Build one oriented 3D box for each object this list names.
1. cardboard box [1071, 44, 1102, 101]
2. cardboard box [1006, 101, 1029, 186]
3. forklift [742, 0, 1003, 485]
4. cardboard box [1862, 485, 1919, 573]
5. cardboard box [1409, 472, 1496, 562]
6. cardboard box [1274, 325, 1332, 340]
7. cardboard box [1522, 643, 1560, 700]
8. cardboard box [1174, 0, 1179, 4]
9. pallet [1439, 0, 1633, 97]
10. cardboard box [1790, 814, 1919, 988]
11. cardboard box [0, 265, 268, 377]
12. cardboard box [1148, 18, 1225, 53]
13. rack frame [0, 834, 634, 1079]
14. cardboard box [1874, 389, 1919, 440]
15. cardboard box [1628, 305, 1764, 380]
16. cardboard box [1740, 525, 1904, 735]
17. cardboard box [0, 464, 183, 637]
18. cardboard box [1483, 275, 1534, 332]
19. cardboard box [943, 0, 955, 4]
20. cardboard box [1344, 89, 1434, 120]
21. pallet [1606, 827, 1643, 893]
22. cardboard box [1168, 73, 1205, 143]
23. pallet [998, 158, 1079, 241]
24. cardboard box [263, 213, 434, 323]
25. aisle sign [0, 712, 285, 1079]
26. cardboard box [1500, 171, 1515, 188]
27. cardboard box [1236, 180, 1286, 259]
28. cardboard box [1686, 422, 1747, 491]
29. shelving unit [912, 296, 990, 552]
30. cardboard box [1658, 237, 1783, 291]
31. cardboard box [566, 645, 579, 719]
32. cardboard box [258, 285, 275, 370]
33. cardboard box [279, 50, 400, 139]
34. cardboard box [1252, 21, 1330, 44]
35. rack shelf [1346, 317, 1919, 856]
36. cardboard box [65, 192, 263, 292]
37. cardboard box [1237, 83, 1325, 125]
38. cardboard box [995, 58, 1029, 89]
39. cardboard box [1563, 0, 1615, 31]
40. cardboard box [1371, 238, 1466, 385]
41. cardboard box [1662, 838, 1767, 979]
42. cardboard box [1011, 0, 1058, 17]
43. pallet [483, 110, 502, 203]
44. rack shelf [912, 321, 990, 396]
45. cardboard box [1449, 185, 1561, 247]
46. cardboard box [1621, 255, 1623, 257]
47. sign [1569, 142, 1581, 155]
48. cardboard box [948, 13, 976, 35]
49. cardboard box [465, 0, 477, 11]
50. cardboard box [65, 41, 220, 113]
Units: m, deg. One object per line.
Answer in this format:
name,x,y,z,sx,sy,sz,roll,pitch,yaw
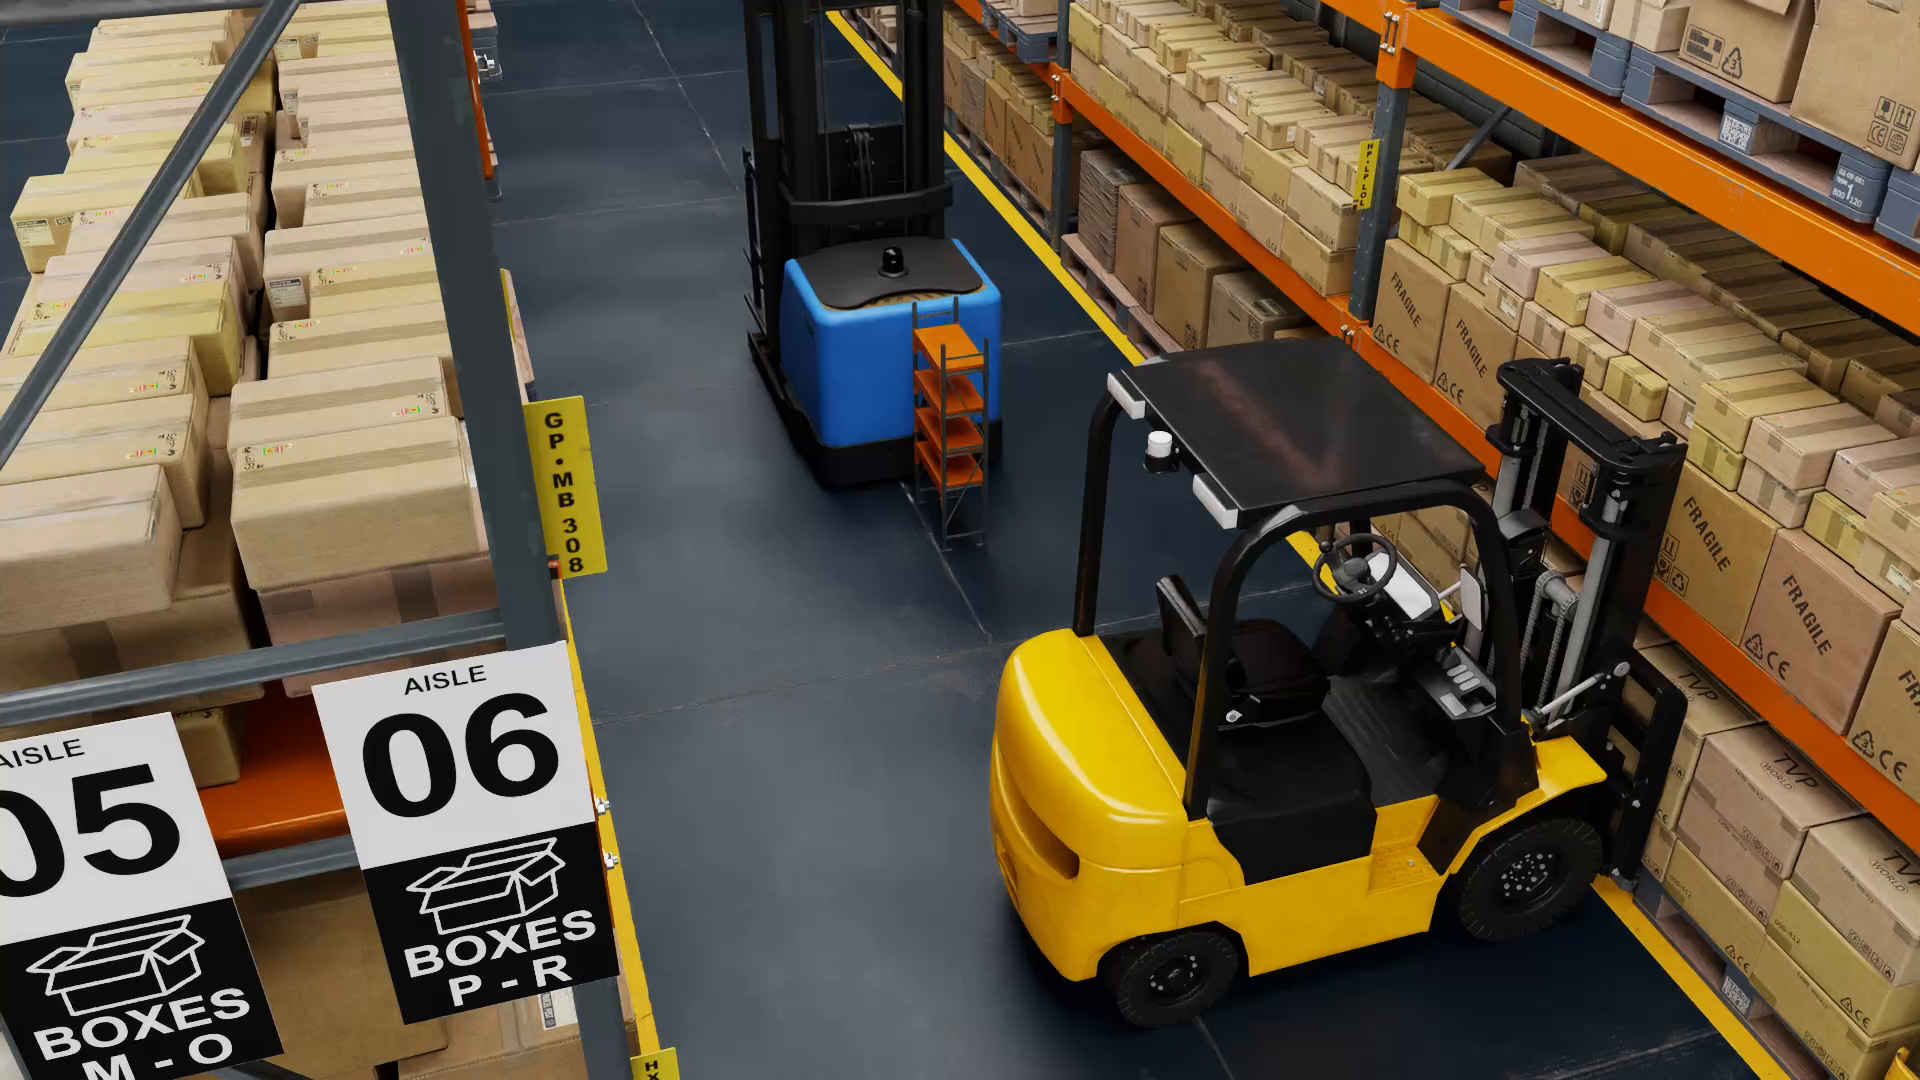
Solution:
cardboard box,1.044,-3.070,10.812,0.500,0.250,0.500,-10,35,-15
cardboard box,0.665,-2.990,12.440,0.500,0.500,0.500,-11,35,-15
forklift,-0.700,-2.328,9.614,1.130,2.935,3.031,-10,35,-15
cardboard box,3.062,-0.053,5.160,0.380,0.149,0.250,-9,35,-14
cardboard box,2.357,-0.175,7.500,0.500,0.250,0.500,-10,35,-15
cardboard box,2.192,-0.763,8.957,0.875,0.625,0.625,-8,34,-13
cardboard box,2.667,0.558,6.845,0.500,0.250,0.500,-10,35,-15
cardboard box,1.434,-3.582,10.772,0.380,0.149,0.250,-9,34,-13
pallet,2.647,-2.078,6.533,1.003,0.211,1.213,-10,35,-15
cardboard box,3.145,1.159,5.482,0.500,0.250,0.500,-9,34,-13
cardboard box,-1.872,-0.442,3.844,0.500,0.250,0.500,-9,35,-13
cardboard box,1.341,-2.970,9.844,0.380,0.149,0.250,-10,35,-14
rack frame,-1.144,1.630,3.562,1.000,3.000,0.127,-10,35,-15
cardboard box,3.376,-0.401,5.687,0.380,0.149,0.250,-9,34,-13
cardboard box,2.738,-0.735,6.193,0.380,0.149,0.250,-10,35,-15
cardboard box,3.033,0.263,5.540,0.500,0.500,0.500,-9,34,-13
cardboard box,-1.528,0.023,2.778,0.380,0.149,0.250,-10,35,-14
cardboard box,2.400,-0.998,6.860,0.380,0.149,0.250,-9,35,-14
cardboard box,-0.097,-4.673,14.129,0.380,0.149,0.250,-12,35,-17
cardboard box,2.254,-2.251,8.757,0.380,0.149,0.250,-10,35,-15
pallet,2.940,0.923,7.162,1.003,0.211,1.213,-10,35,-15
cardboard box,1.518,-2.474,9.456,0.500,0.250,0.500,-10,35,-14
pallet,0.950,-2.642,12.557,1.003,0.211,1.213,-10,35,-15
cardboard box,-1.340,-0.600,3.720,0.380,0.149,0.250,-10,35,-15
aisle sign,-1.401,0.627,2.723,0.394,0.787,0.004,-10,35,-15
cardboard box,2.451,-1.762,8.379,0.500,0.250,0.500,-11,35,-16
cardboard box,1.800,-1.728,8.780,0.500,0.250,0.500,-10,35,-15
cardboard box,2.795,-0.323,5.839,0.380,0.149,0.250,-10,35,-14
shelving unit,-0.051,-0.587,8.551,0.258,1.200,0.503,-10,35,-15
cardboard box,3.074,-1.091,6.731,0.380,0.149,0.250,-11,35,-15
cardboard box,-0.936,0.255,3.151,0.380,0.149,0.250,-10,35,-15
cardboard box,-1.369,-0.525,3.969,0.500,0.250,0.500,-9,35,-13
cardboard box,-1.727,-1.275,4.743,0.380,0.149,0.250,-11,35,-16
cardboard box,1.943,-2.933,9.789,0.380,0.149,0.250,-11,35,-16
rack shelf,2.972,0.043,6.616,1.077,0.370,4.000,-10,35,-15
cardboard box,-1.817,-0.663,3.817,0.380,0.149,0.250,-11,35,-16
cardboard box,1.699,-2.295,8.823,0.380,0.149,0.250,-11,35,-16
cardboard box,0.485,-3.587,12.756,0.380,0.149,0.250,-11,35,-15
cardboard box,2.444,-1.980,6.061,0.380,0.149,0.250,-9,35,-13
cardboard box,2.249,-1.072,7.560,0.500,0.500,0.500,-11,35,-16
cardboard box,2.995,1.309,6.161,0.500,0.250,0.500,-10,35,-15
cardboard box,0.576,-3.758,11.563,0.380,0.149,0.250,-9,35,-14
pallet,-3.265,-2.134,9.433,1.213,0.211,1.003,-10,35,-15
rack shelf,-0.051,-0.915,8.334,0.258,0.148,0.480,-10,35,-15
cardboard box,2.359,-1.407,7.209,0.380,0.149,0.250,-9,35,-14
cardboard box,2.887,-1.228,7.208,0.380,0.149,0.250,-9,35,-14
sign,2.890,-1.795,7.889,0.100,0.325,0.005,-10,35,-15
cardboard box,0.122,-4.270,13.789,0.380,0.149,0.250,-11,35,-16
cardboard box,-2.160,-2.208,6.405,0.500,0.250,0.500,-11,35,-16
cardboard box,-2.345,-1.315,4.803,0.380,0.149,0.250,-10,35,-15
